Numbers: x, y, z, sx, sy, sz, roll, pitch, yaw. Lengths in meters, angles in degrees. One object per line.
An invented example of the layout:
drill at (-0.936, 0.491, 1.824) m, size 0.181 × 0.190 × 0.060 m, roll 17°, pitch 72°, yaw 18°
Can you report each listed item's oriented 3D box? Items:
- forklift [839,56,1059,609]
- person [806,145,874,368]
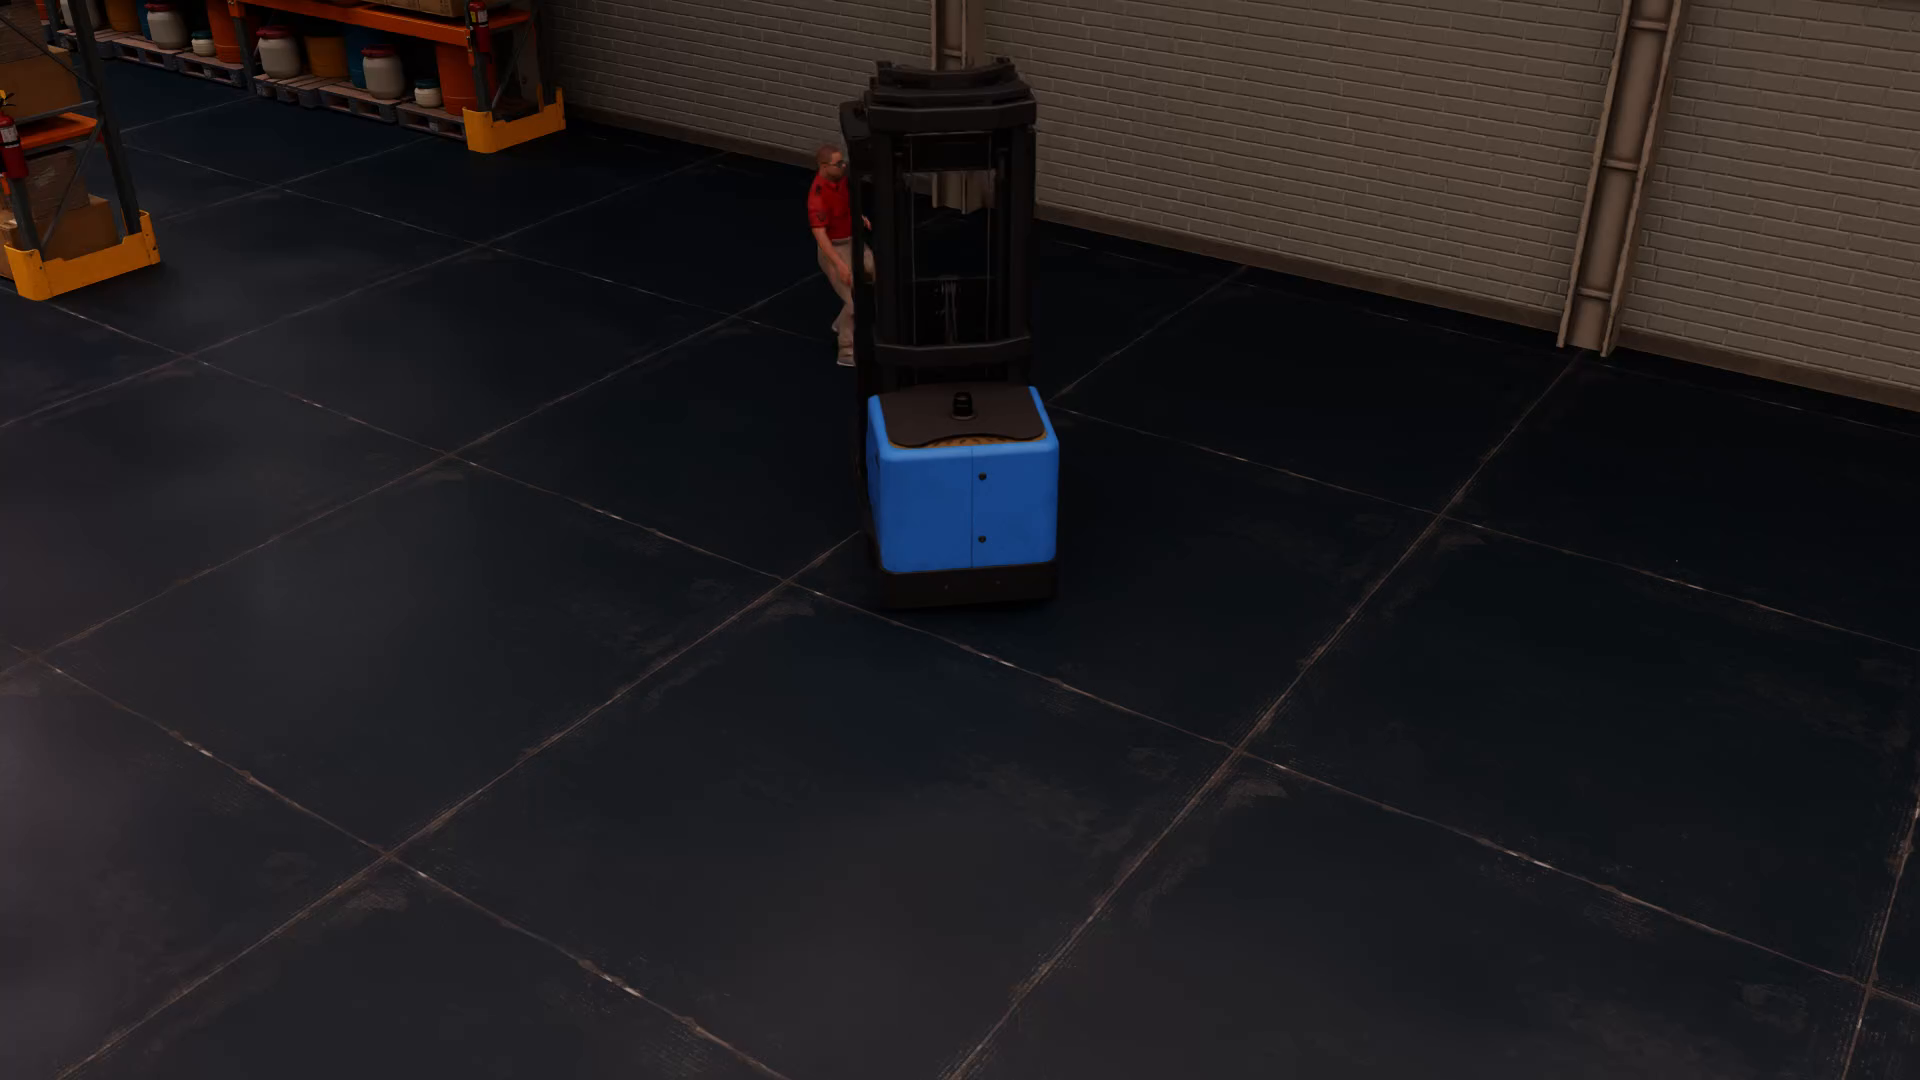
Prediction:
forklift at (-0.138, -1.587, 10.313) m, size 1.130 × 2.935 × 3.031 m, roll -4°, pitch 30°, yaw -7°
person at (-0.831, -2.175, 12.611) m, size 0.601 × 1.628 × 0.792 m, roll 11°, pitch 32°, yaw 19°
